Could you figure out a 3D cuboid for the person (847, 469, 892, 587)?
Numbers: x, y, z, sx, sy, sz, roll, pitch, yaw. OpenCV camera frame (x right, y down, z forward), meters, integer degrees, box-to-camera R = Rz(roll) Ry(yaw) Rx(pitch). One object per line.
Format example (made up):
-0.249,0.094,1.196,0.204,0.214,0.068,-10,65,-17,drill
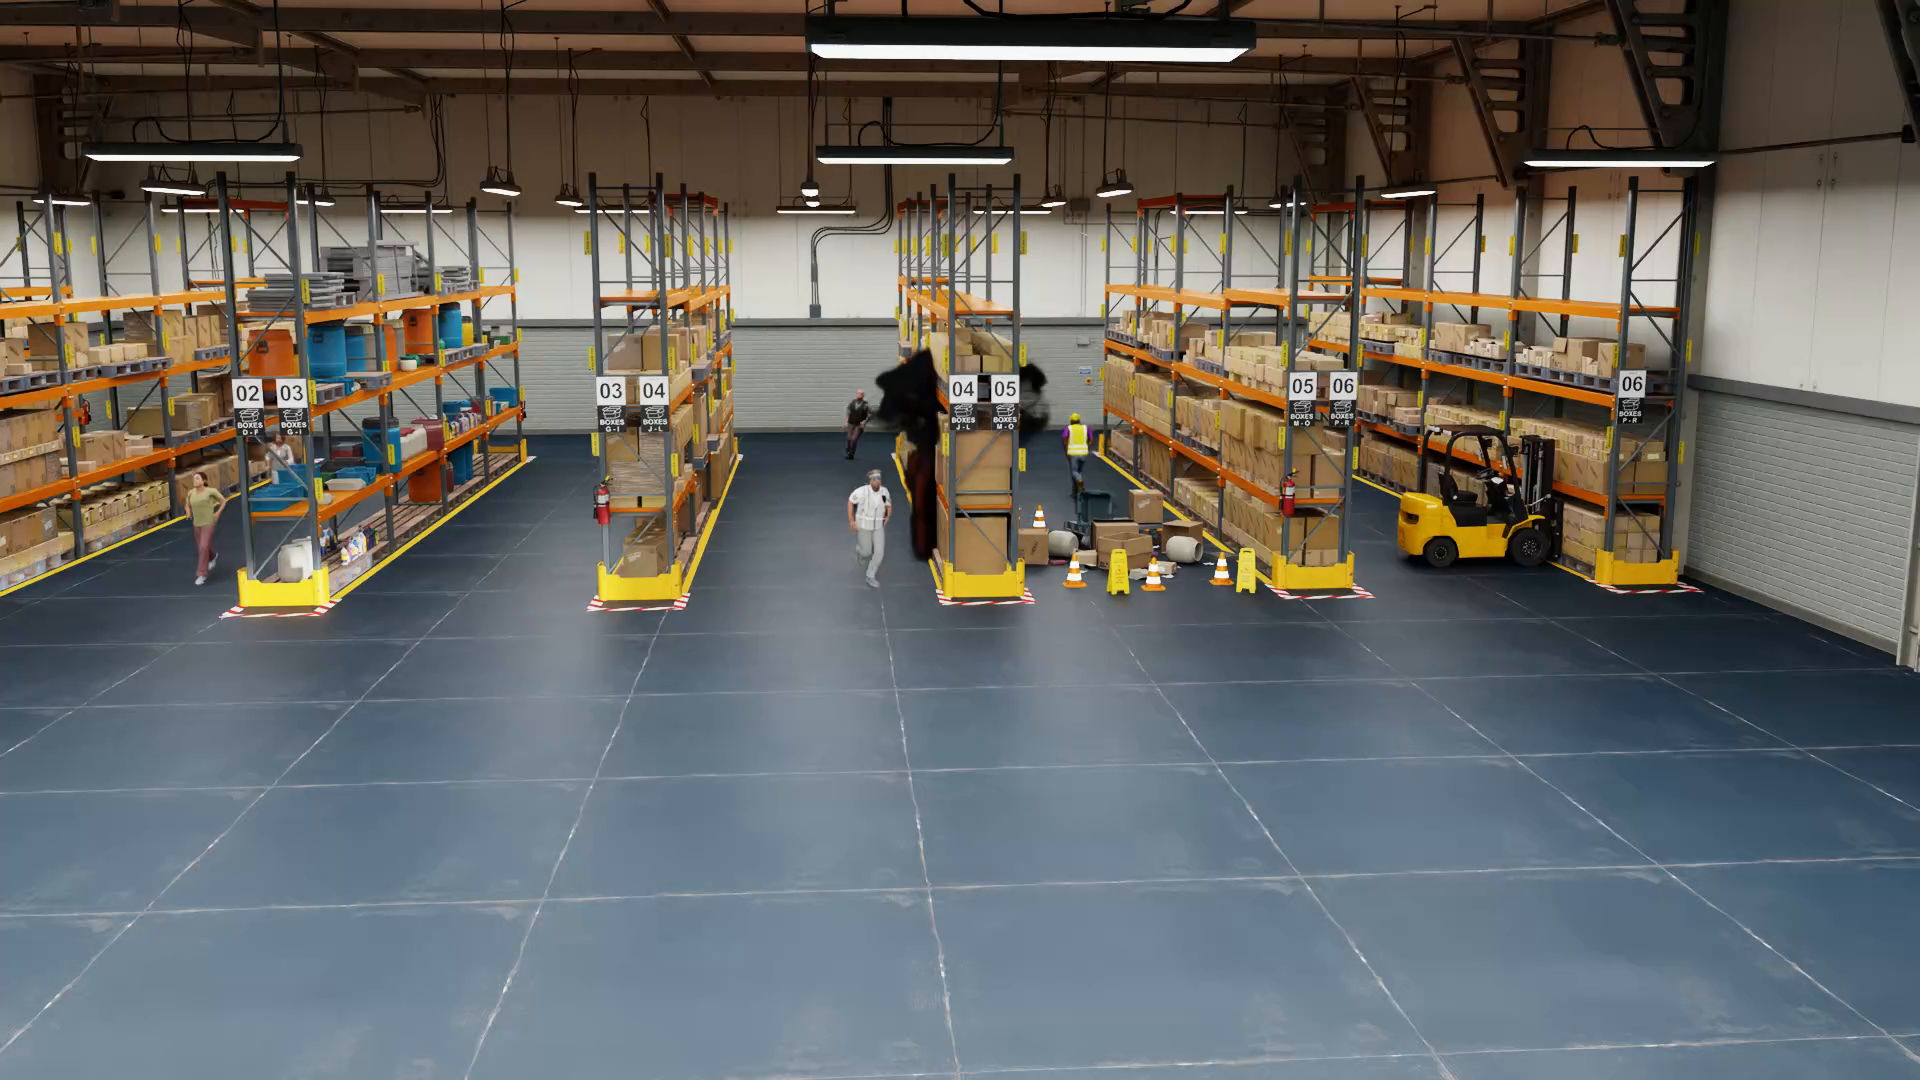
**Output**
-1.342,-0.209,24.709,0.693,1.750,0.726,-4,11,-23,person

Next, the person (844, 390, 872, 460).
-2.423,-2.738,39.470,0.683,1.647,0.503,2,10,10,person

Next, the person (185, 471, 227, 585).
-11.427,-0.220,25.221,0.587,1.672,0.910,1,10,3,person

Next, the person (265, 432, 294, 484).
-12.654,-1.207,30.958,0.506,1.578,0.662,-3,11,-18,person

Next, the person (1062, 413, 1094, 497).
2.376,-1.668,33.325,0.672,1.705,0.873,-2,10,-8,person
